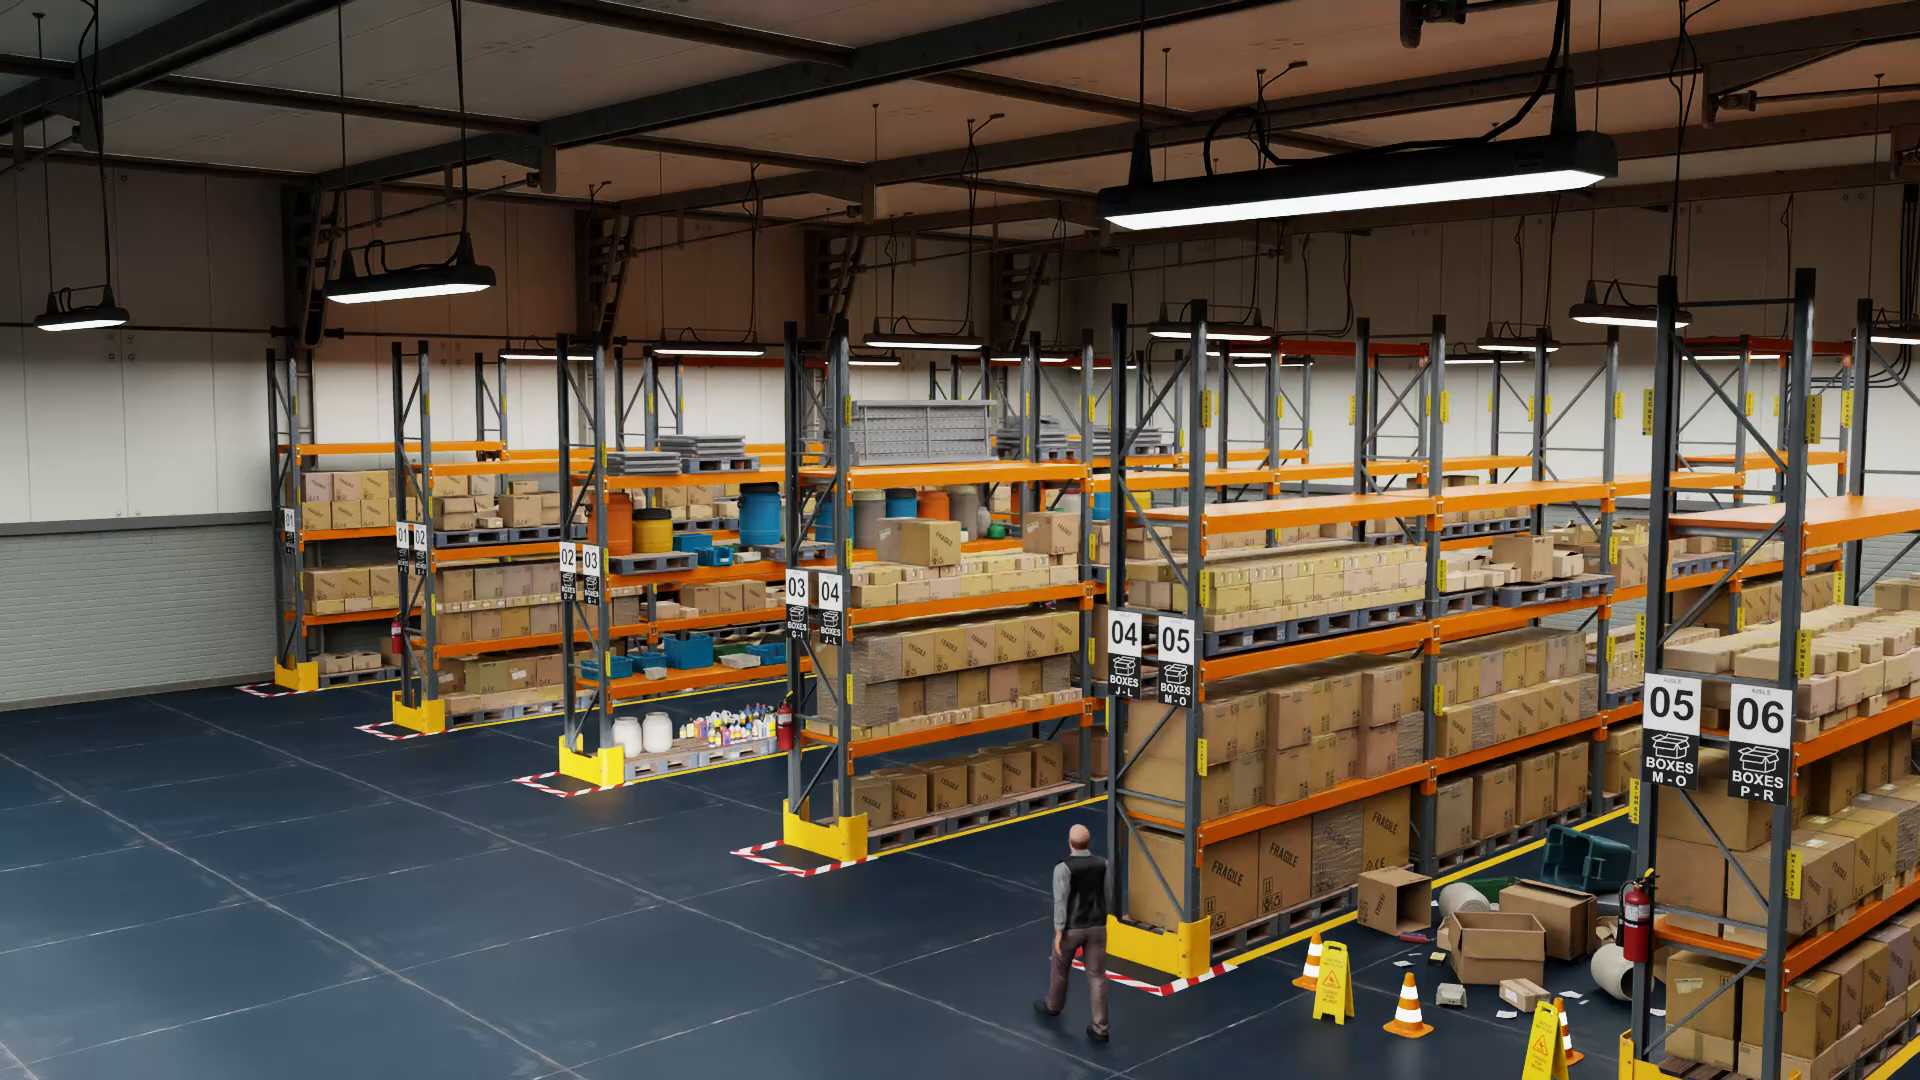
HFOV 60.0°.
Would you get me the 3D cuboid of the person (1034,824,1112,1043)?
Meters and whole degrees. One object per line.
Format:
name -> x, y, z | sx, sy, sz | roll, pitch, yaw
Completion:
person -> 0.969, 3.135, 13.551 | 0.573, 1.656, 0.991 | -2, 5, -20
